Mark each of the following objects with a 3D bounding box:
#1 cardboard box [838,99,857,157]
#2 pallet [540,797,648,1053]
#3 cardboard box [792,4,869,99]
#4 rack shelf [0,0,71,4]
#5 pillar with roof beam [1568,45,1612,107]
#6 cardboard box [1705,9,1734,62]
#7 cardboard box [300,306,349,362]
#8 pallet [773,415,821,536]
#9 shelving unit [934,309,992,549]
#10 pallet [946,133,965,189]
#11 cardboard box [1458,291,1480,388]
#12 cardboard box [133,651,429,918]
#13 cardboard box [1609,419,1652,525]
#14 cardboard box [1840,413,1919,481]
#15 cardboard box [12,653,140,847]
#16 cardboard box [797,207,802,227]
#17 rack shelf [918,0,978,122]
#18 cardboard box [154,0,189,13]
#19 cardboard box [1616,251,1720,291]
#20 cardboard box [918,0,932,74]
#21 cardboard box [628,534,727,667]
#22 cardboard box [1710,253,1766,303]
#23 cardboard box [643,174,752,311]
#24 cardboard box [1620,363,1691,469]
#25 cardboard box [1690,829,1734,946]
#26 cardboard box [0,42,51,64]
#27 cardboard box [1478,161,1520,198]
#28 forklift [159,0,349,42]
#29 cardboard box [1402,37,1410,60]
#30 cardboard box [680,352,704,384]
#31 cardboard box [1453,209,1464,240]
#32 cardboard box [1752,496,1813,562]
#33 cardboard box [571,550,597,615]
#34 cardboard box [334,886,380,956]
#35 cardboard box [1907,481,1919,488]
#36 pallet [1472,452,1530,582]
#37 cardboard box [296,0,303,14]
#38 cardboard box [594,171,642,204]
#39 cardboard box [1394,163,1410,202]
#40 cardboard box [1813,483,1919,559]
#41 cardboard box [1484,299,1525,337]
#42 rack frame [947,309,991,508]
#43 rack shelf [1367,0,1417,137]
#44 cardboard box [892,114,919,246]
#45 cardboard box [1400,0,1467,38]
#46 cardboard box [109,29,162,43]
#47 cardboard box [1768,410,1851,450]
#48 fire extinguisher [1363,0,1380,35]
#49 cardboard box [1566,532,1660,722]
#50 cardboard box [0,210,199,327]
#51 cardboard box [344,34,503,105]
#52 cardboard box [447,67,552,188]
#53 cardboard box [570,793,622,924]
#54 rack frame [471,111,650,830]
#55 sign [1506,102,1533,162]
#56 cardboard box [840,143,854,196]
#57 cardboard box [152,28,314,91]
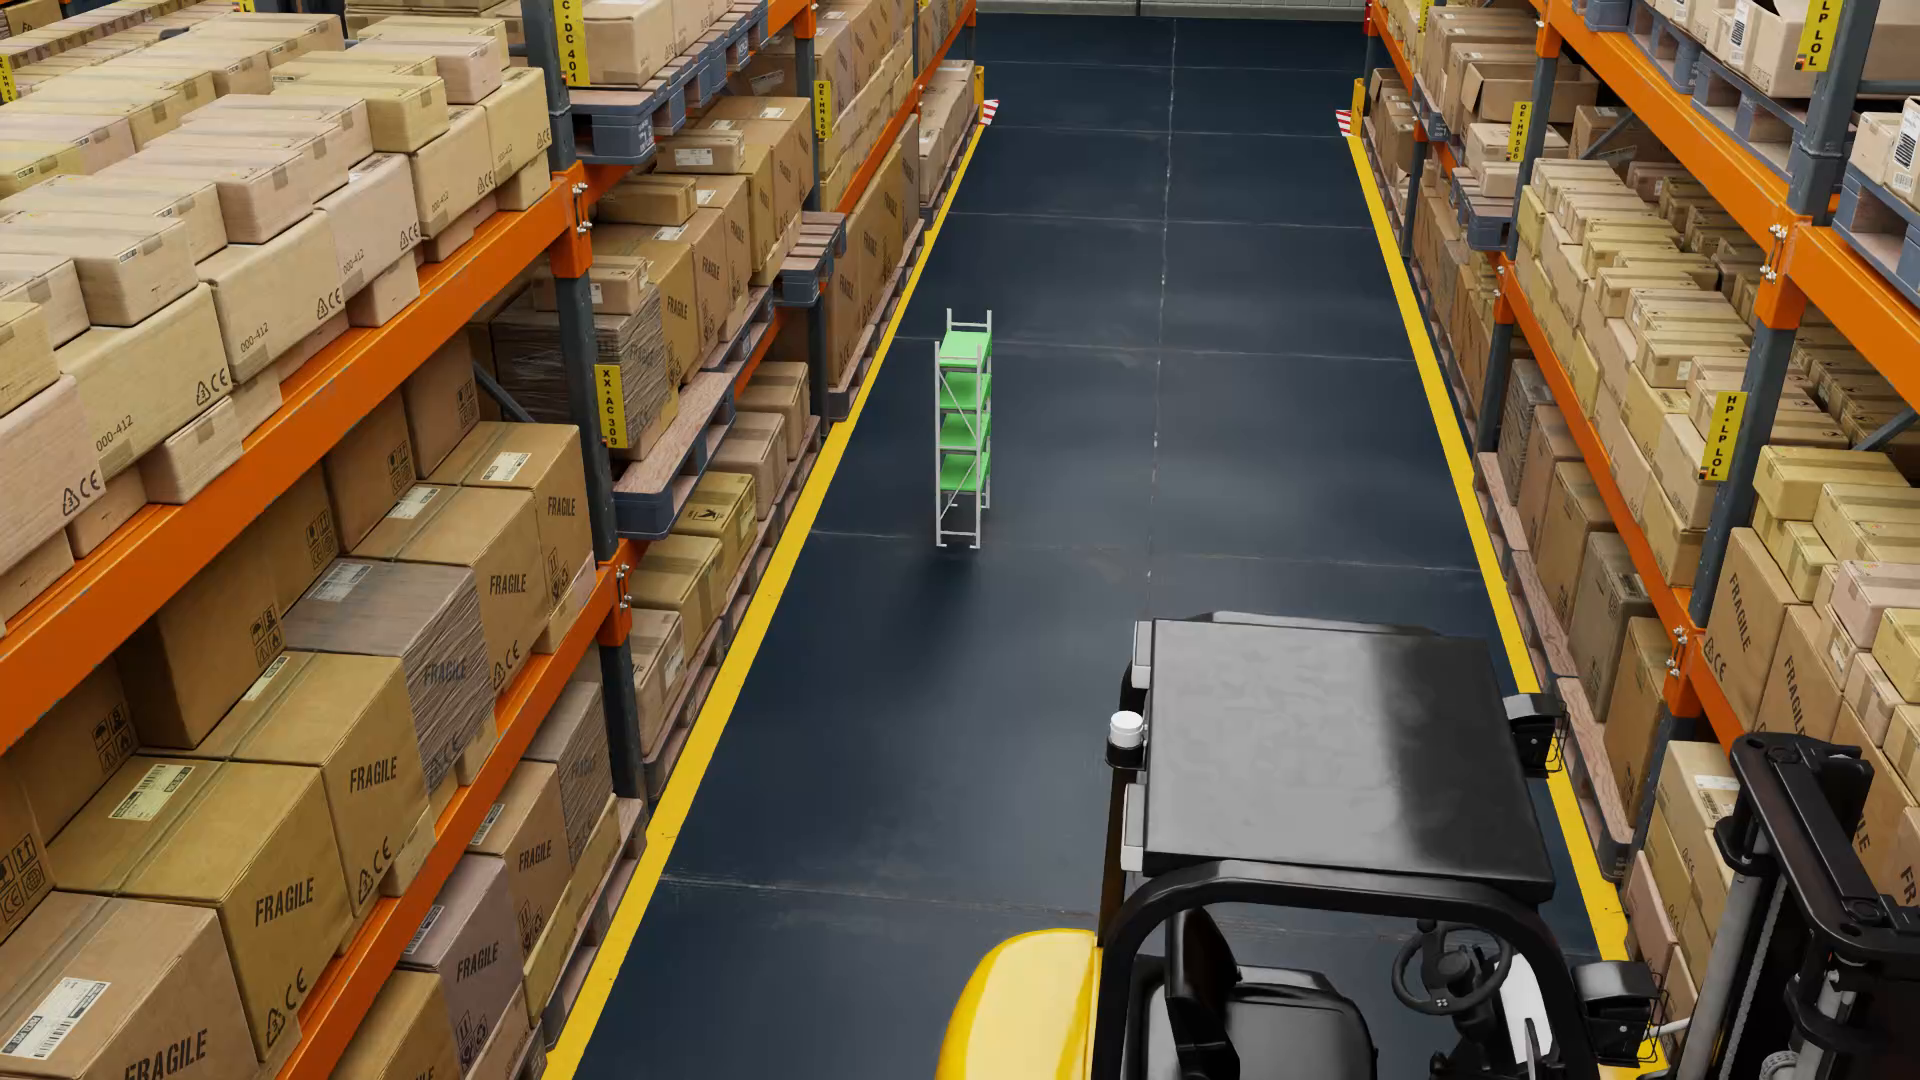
[{"bbox_3d":[-0.956,-2.637,10.614,0.500,0.250,0.500,4,29,7],"label":"cardboard box"},{"bbox_3d":[-1.865,1.413,6.405,1.003,0.211,1.213,3,28,6],"label":"pallet"},{"bbox_3d":[-0.894,-3.195,10.858,0.500,0.500,0.500,4,29,8],"label":"cardboard box"},{"bbox_3d":[-10.428,-5.099,16.311,1.077,0.370,4.000,3,28,6],"label":"rack shelf"},{"bbox_3d":[0.797,-6.779,12.345,9.100,9.000,0.400,3,28,6],"label":"pillar with roof beam"},{"bbox_3d":[2.943,-1.820,6.021,0.380,0.149,0.250,3,28,6],"label":"cardboard box"},{"bbox_3d":[-1.809,-0.576,4.259,0.380,0.149,0.250,4,29,7],"label":"cardboard box"},{"bbox_3d":[-1.425,-0.420,9.808,1.003,0.211,1.213,3,28,6],"label":"pallet"},{"bbox_3d":[0.020,-0.606,9.110,0.258,1.200,0.503,3,28,6],"label":"shelving unit"},{"bbox_3d":[-0.520,-3.600,15.710,1.003,0.211,1.213,3,28,6],"label":"pallet"},{"bbox_3d":[3.509,-1.260,10.619,0.500,0.500,0.500,3,28,5],"label":"cardboard box"},{"bbox_3d":[-1.799,0.644,4.472,0.500,0.500,0.500,3,28,5],"label":"cardboard box"},{"bbox_3d":[2.967,-0.270,6.746,0.500,0.250,0.500,3,28,6],"label":"cardboard box"},{"bbox_3d":[3.365,-0.329,5.908,0.380,0.149,0.250,3,28,5],"label":"cardboard box"},{"bbox_3d":[-2.432,0.398,3.876,0.700,0.500,0.500,3,28,6],"label":"cardboard box"},{"bbox_3d":[-1.095,-1.792,9.235,0.380,0.149,0.250,4,29,7],"label":"cardboard box"},{"bbox_3d":[-0.592,-4.523,15.242,1.077,0.370,4.000,3,28,6],"label":"rack shelf"},{"bbox_3d":[-6.295,-4.185,13.050,0.380,0.149,0.250,4,29,8],"label":"cardboard box"},{"bbox_3d":[3.184,-1.190,7.506,0.380,0.149,0.250,3,28,6],"label":"cardboard box"},{"bbox_3d":[-0.520,-4.148,13.682,0.500,0.500,0.500,4,29,8],"label":"cardboard box"},{"bbox_3d":[-1.671,0.253,7.945,0.950,0.372,0.625,5,29,9],"label":"cardboard box"},{"bbox_3d":[3.591,-1.170,7.470,0.380,0.149,0.250,4,29,8],"label":"cardboard box"},{"bbox_3d":[-1.288,-1.407,7.837,0.500,0.500,0.500,2,28,4],"label":"cardboard box"},{"bbox_3d":[2.971,-0.489,6.626,0.500,0.250,0.500,3,28,5],"label":"cardboard box"},{"bbox_3d":[2.666,1.189,5.283,0.500,0.250,0.500,3,28,6],"label":"cardboard box"},{"bbox_3d":[-6.518,-3.330,11.463,0.380,0.149,0.250,3,28,6],"label":"cardboard box"},{"bbox_3d":[3.299,-2.135,9.872,0.380,0.149,0.250,4,29,7],"label":"cardboard box"},{"bbox_3d":[-3.823,-1.778,9.460,3.031,2.935,1.130,-11,30,-20],"label":"forklift"},{"bbox_3d":[3.958,-4.158,14.069,0.380,0.149,0.250,3,28,5],"label":"cardboard box"},{"bbox_3d":[-1.365,-0.823,7.436,0.380,0.149,0.250,4,29,7],"label":"cardboard box"},{"bbox_3d":[3.684,-2.210,11.699,0.380,0.149,0.250,4,29,8],"label":"cardboard box"},{"bbox_3d":[2.809,-0.041,5.374,0.380,0.149,0.250,3,28,5],"label":"cardboard box"},{"bbox_3d":[-1.554,0.147,6.080,0.380,0.149,0.250,3,28,6],"label":"cardboard box"},{"bbox_3d":[-1.821,0.982,4.530,0.380,0.149,0.250,3,28,5],"label":"cardboard box"},{"bbox_3d":[3.426,-0.224,6.135,0.500,0.250,0.500,3,28,5],"label":"cardboard box"},{"bbox_3d":[3.460,-0.116,9.243,1.003,0.211,1.213,3,28,6],"label":"pallet"},{"bbox_3d":[-5.452,-4.532,14.081,0.500,0.500,0.500,3,28,5],"label":"cardboard box"},{"bbox_3d":[-1.797,-1.446,7.910,0.500,0.500,0.500,2,28,4],"label":"cardboard box"},{"bbox_3d":[3.910,-3.041,14.171,0.396,0.266,0.258,4,29,8],"label":"cardboard box"},{"bbox_3d":[2.851,-0.045,5.067,0.380,0.149,0.250,4,29,7],"label":"cardboard box"},{"bbox_3d":[3.408,-1.346,10.095,0.380,0.149,0.250,2,28,4],"label":"cardboard box"},{"bbox_3d":[0.050,-0.721,9.323,0.240,1.200,0.015,3,28,6],"label":"rack frame"},{"bbox_3d":[4.334,-4.237,14.710,1.077,0.370,4.000,3,28,6],"label":"rack shelf"},{"bbox_3d":[-0.834,-2.852,13.178,0.875,0.875,0.875,4,29,8],"label":"cardboard box"},{"bbox_3d":[4.031,-4.402,14.102,0.500,0.250,0.500,3,28,6],"label":"cardboard box"},{"bbox_3d":[-5.810,-3.534,11.843,0.380,0.149,0.250,3,28,5],"label":"cardboard box"},{"bbox_3d":[2.931,-0.350,5.947,0.380,0.149,0.250,4,29,8],"label":"cardboard box"},{"bbox_3d":[4.139,-5.393,16.572,0.296,0.674,0.183,3,28,6],"label":"fire extinguisher"},{"bbox_3d":[3.265,0.403,7.400,0.875,0.625,0.625,3,28,6],"label":"cardboard box"},{"bbox_3d":[-1.802,-0.555,3.378,0.380,0.149,0.250,4,29,8],"label":"cardboard box"},{"bbox_3d":[-1.595,-1.405,4.957,0.380,0.149,0.250,3,28,5],"label":"cardboard box"},{"bbox_3d":[-1.605,-1.294,5.172,0.500,0.250,0.500,3,28,6],"label":"cardboard box"},{"bbox_3d":[-1.623,1.187,6.341,0.500,0.250,0.500,5,29,9],"label":"cardboard box"},{"bbox_3d":[-1.818,-0.133,6.334,1.000,3.000,0.127,3,28,6],"label":"rack frame"},{"bbox_3d":[3.060,-2.231,9.091,0.100,0.325,0.005,3,28,6],"label":"sign"},{"bbox_3d":[-0.972,-2.408,10.716,0.500,0.250,0.500,3,28,5],"label":"cardboard box"},{"bbox_3d":[-2.183,-1.441,5.023,0.380,0.149,0.250,4,29,8],"label":"cardboard box"}]
